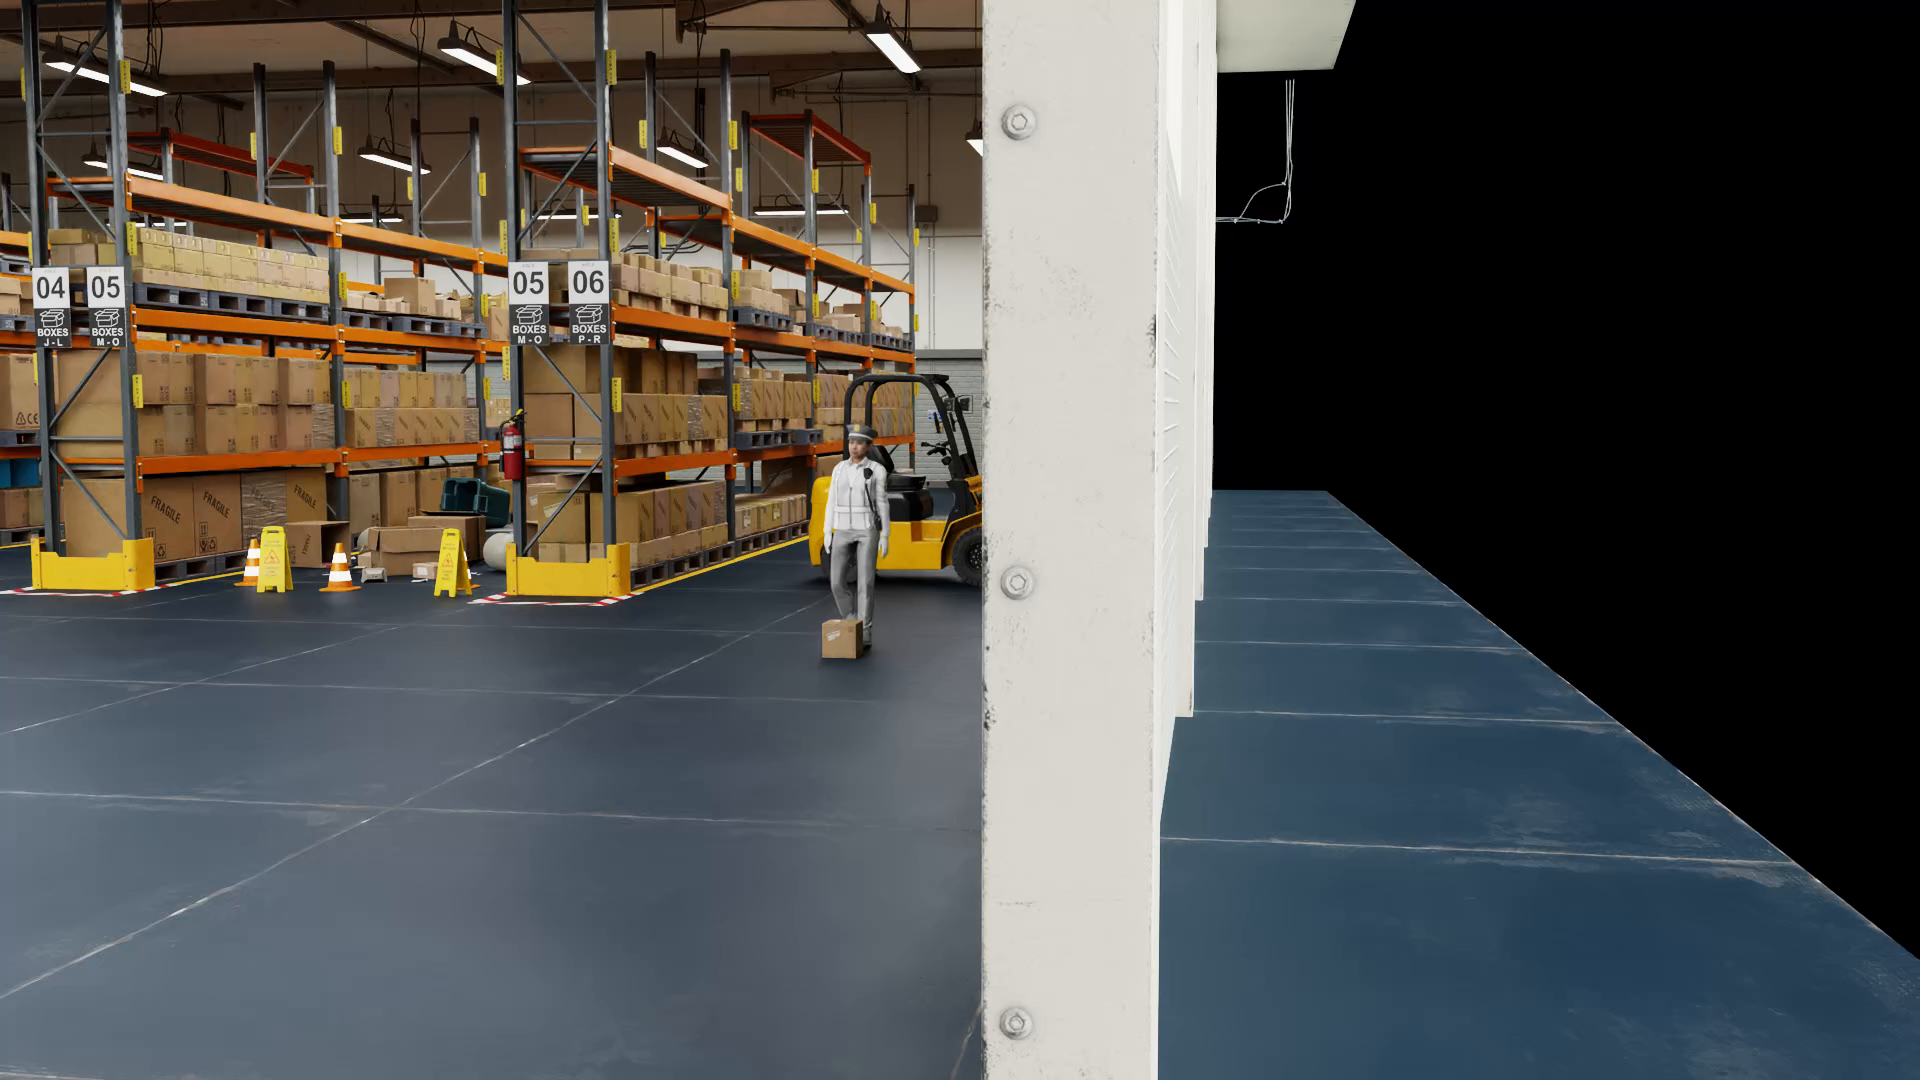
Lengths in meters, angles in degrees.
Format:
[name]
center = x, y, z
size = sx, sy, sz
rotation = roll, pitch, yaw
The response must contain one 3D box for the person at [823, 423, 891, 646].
[person]
center = -0.779, -0.047, 12.621
size = 0.514, 1.676, 0.421
rotation = 1, 5, 15
